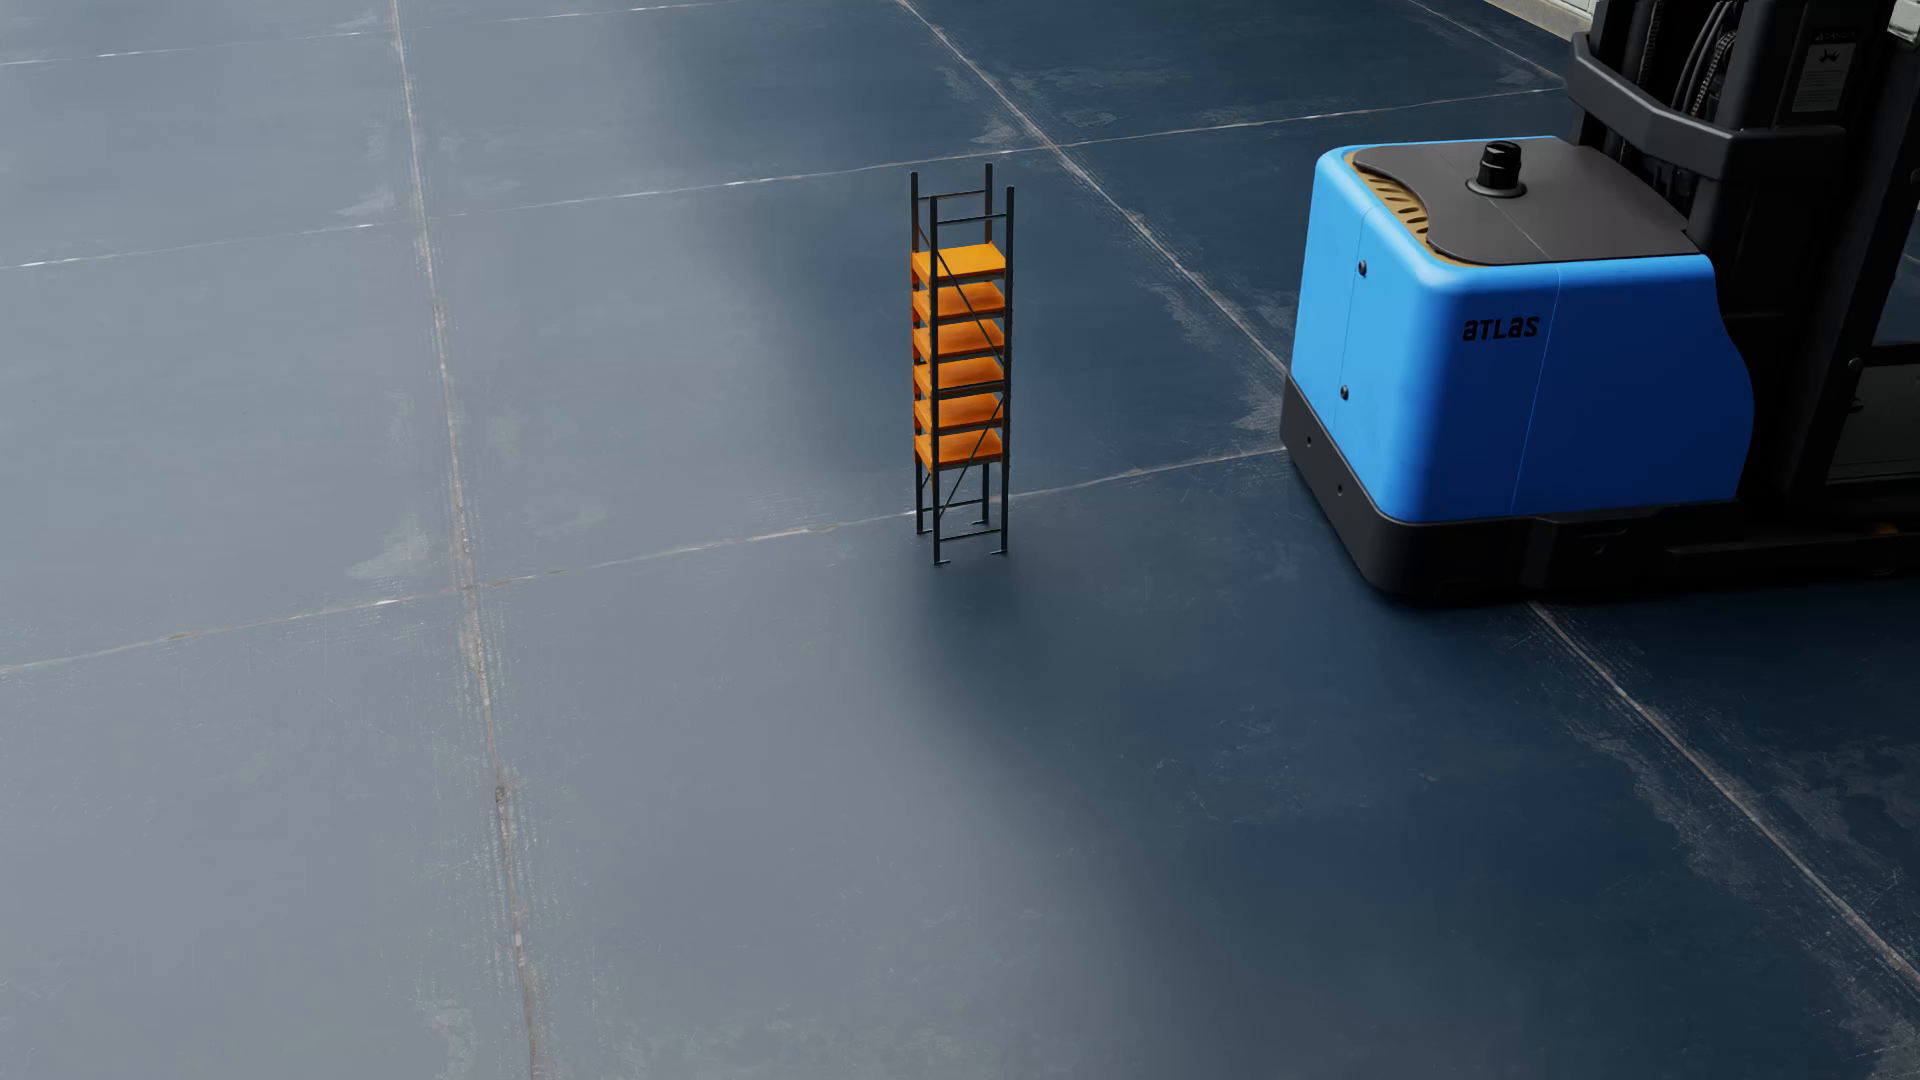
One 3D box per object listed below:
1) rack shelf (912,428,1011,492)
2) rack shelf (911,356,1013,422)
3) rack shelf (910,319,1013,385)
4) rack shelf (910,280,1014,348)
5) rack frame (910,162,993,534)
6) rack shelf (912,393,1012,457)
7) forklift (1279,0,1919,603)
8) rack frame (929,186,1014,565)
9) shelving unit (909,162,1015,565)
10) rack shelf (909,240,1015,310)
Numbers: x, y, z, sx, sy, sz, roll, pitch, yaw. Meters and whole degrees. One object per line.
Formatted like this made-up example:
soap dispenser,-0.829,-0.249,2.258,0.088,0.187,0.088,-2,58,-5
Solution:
rack shelf,0.004,-0.256,5.065,0.258,0.103,0.180,-10,35,-15
rack shelf,0.004,-0.456,4.932,0.258,0.103,0.180,-10,35,-15
rack shelf,0.004,-0.556,4.866,0.258,0.103,0.180,-10,35,-15
rack shelf,0.004,-0.656,4.800,0.258,0.103,0.180,-10,35,-15
rack frame,-0.023,-0.541,4.980,0.240,1.200,0.006,-10,35,-15
rack shelf,0.004,-0.356,4.998,0.258,0.103,0.180,-10,35,-15
forklift,2.645,-1.398,4.707,3.031,2.935,1.130,-4,34,-7
rack frame,0.032,-0.445,4.835,0.240,1.200,0.006,-10,35,-15
shelving unit,0.004,-0.493,4.908,0.258,1.200,0.189,-10,35,-15
rack shelf,0.004,-0.756,4.734,0.258,0.103,0.180,-10,35,-15
